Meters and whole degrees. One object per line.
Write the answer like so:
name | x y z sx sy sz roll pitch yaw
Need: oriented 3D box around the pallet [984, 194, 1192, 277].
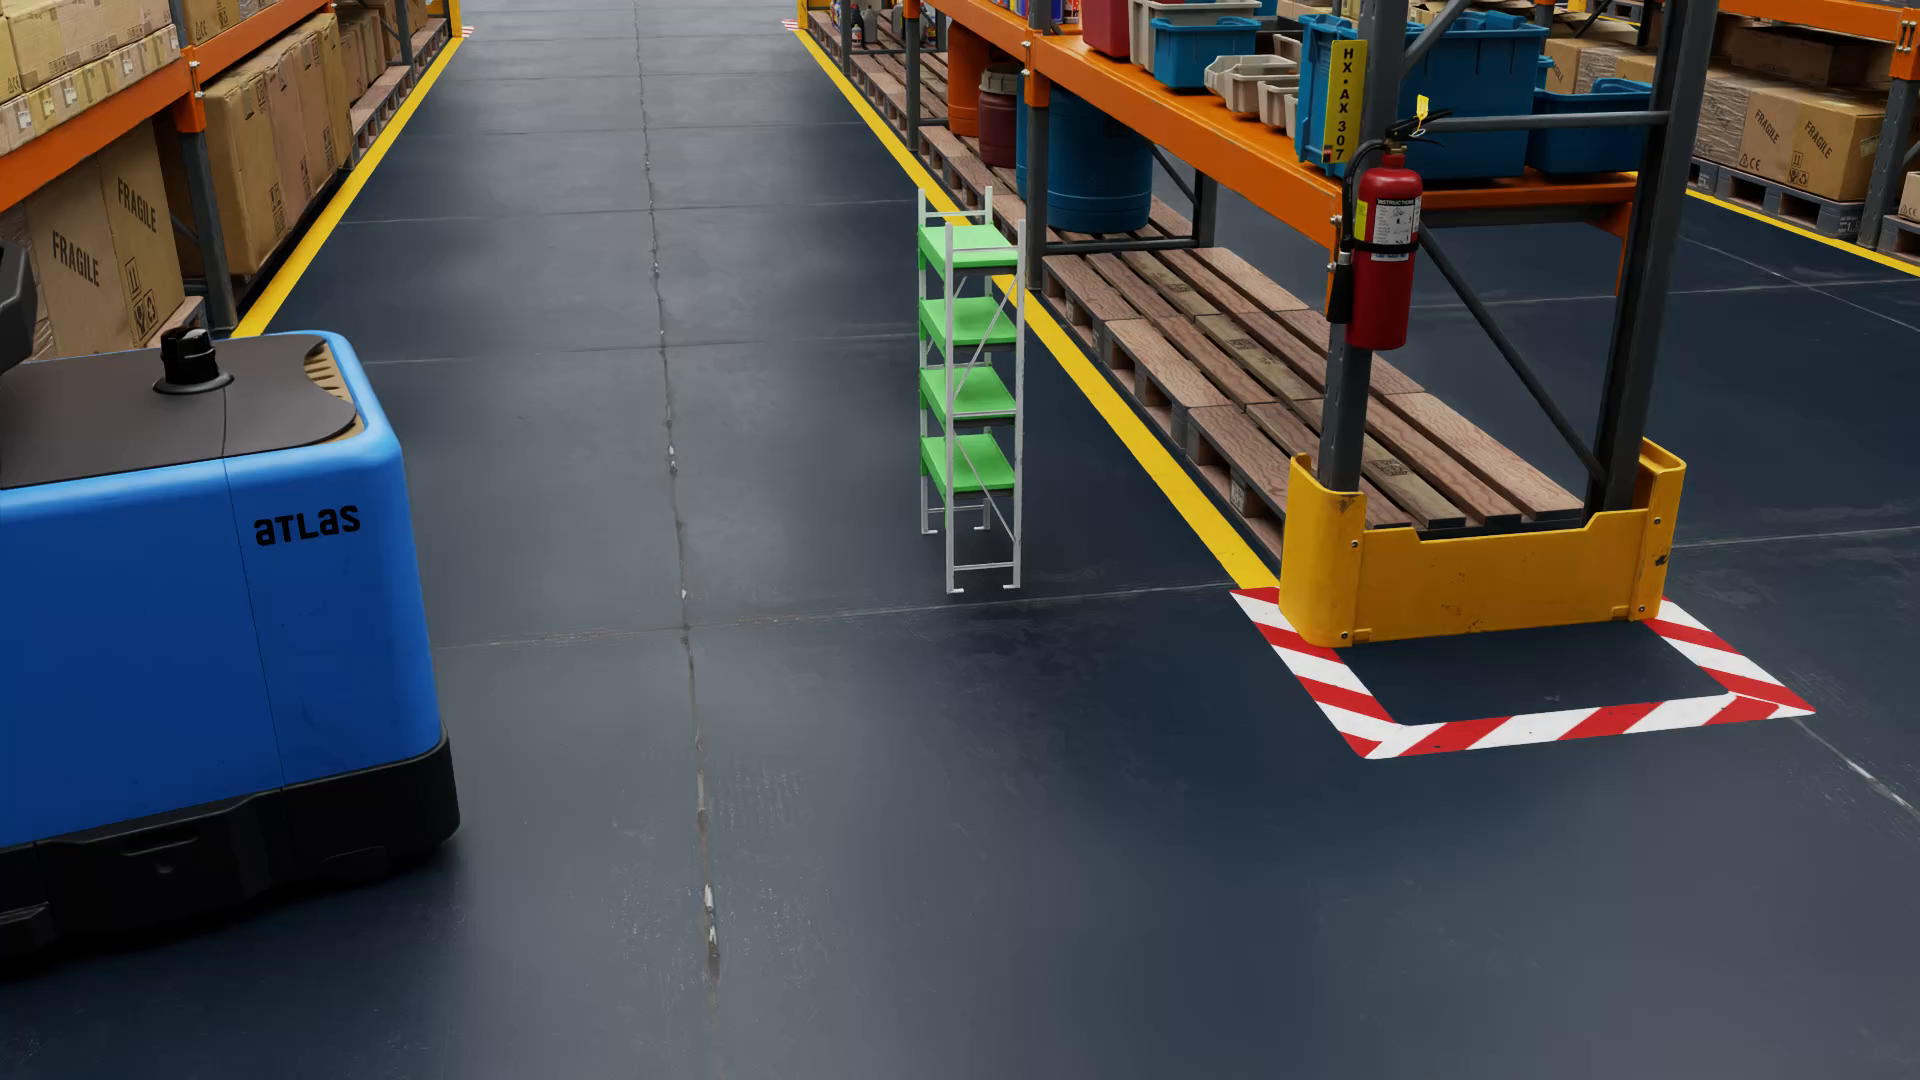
pallet | 0.743 -1.766 9.529 1.003 0.211 1.213 -4 24 -10

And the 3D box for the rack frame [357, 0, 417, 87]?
rack frame | -5.502 -5.517 14.635 1.000 3.000 0.127 -4 24 -10

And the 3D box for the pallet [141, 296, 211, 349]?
pallet | -3.959 -0.788 7.290 1.003 0.211 1.213 -4 24 -10

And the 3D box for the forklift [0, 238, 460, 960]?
forklift | -2.760 -0.494 3.220 3.031 2.935 1.130 -11 26 -23

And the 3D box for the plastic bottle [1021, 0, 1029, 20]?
plastic bottle | 0.367 -2.902 8.793 0.061 0.283 0.133 -4 24 -10

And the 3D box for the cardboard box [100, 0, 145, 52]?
cardboard box | -3.585 -2.080 6.582 0.500 0.250 0.500 -4 24 -8

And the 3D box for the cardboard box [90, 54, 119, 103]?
cardboard box | -3.454 -1.755 6.334 0.380 0.149 0.250 -4 24 -9

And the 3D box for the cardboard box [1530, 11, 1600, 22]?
cardboard box | 5.060 -4.299 14.055 0.500 0.311 0.500 -5 24 -11

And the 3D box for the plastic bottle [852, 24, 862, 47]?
plastic bottle | -1.008 -4.923 16.220 0.097 0.201 0.097 0 24 0

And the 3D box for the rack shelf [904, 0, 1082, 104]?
rack shelf | 0.475 -3.194 10.214 1.077 0.370 4.000 -4 24 -10

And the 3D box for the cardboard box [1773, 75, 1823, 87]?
cardboard box | 5.669 -2.773 10.924 0.500 0.500 0.500 -4 24 -9

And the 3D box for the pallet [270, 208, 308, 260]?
pallet | -4.468 -1.871 9.771 1.003 0.211 1.213 -4 24 -10

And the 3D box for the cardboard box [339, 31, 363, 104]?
cardboard box | -5.133 -3.702 13.051 0.700 0.500 0.500 -2 24 -5

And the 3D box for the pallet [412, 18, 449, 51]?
pallet | -6.112 -5.461 17.989 1.003 0.211 1.213 -4 24 -10

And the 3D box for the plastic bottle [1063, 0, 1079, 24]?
plastic bottle | 0.573 -2.794 8.647 0.097 0.201 0.097 0 24 0

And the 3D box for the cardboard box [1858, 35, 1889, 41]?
cardboard box | 9.399 -5.185 16.448 0.700 0.500 0.500 -5 24 -11

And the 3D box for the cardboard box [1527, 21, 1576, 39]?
cardboard box | 4.635 -4.053 13.492 0.500 0.311 0.500 -4 24 -8

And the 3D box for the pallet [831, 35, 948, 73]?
pallet | -0.718 -4.873 16.644 1.003 0.211 1.213 -4 24 -10

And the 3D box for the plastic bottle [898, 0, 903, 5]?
plastic bottle | -0.584 -5.619 17.722 0.152 0.276 0.135 -4 24 -9

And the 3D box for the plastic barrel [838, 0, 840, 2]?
plastic barrel | -1.177 -6.256 18.911 0.421 0.512 0.421 0 24 0

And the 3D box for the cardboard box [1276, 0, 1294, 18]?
cardboard box | 3.744 -5.741 18.057 0.500 0.250 0.500 -4 24 -10

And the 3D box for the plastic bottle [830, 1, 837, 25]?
plastic bottle | -1.345 -5.672 17.849 0.097 0.271 0.097 0 24 0

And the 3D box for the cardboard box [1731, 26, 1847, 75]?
cardboard box | 5.585 -3.301 11.197 0.500 0.250 0.500 -5 24 -11

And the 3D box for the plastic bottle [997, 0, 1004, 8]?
plastic bottle | 0.294 -3.153 9.377 0.152 0.276 0.135 -4 24 -10

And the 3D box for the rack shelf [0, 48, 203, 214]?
rack shelf | -3.653 -1.254 5.773 1.077 0.370 4.000 -4 24 -10

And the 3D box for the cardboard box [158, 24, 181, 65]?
cardboard box | -3.644 -2.160 7.261 0.380 0.149 0.250 -4 24 -9

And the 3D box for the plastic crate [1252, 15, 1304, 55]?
plastic crate | 1.316 -2.218 7.350 0.437 0.125 0.590 -4 24 -10

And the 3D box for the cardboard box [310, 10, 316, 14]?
cardboard box | -5.024 -3.813 12.369 0.500 0.250 0.500 -2 24 -4

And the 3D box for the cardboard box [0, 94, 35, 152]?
cardboard box | -3.265 -1.352 5.411 0.380 0.149 0.250 -5 24 -10

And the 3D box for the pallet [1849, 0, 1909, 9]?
pallet | 5.673 -3.337 9.882 1.003 0.211 1.213 -4 24 -10

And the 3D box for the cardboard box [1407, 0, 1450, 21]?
cardboard box | 4.250 -4.857 15.332 0.500 0.311 0.500 -5 24 -11

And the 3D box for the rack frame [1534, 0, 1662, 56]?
rack frame | 4.974 -4.676 12.708 1.000 3.000 0.127 -4 24 -10

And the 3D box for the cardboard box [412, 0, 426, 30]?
cardboard box | -5.998 -5.658 17.556 0.500 0.500 0.500 2 24 4

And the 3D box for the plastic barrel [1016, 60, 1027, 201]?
plastic barrel | 0.630 -2.462 9.736 0.600 0.901 0.708 -4 24 -10

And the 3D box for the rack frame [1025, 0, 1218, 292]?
rack frame | 0.845 -2.737 8.269 1.000 3.000 0.127 -4 24 -10

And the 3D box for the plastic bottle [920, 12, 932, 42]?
plastic bottle | -0.349 -5.120 16.579 0.152 0.276 0.135 -3 24 -8

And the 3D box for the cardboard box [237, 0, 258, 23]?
cardboard box | -4.048 -3.010 8.770 0.500 0.500 0.500 -5 24 -11

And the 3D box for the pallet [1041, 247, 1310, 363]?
pallet | 1.019 -1.173 8.172 1.003 0.211 1.213 -4 24 -10

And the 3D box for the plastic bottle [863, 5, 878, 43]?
plastic bottle | -0.895 -5.114 16.472 0.144 0.351 0.185 -4 24 -10

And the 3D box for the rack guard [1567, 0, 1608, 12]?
rack guard | 8.376 -7.015 21.187 1.175 0.500 0.348 -4 24 -10

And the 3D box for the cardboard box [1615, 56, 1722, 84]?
cardboard box | 4.967 -3.128 11.738 0.500 0.500 0.500 -5 24 -10

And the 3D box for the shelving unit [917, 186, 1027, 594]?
shelving unit | 0.031 -0.485 5.361 0.258 1.200 0.503 -4 24 -10

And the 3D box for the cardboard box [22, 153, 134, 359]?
cardboard box | -3.813 -0.970 6.353 0.875 0.875 0.875 -4 24 -10

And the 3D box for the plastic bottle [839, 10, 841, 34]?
plastic bottle | -1.158 -5.336 17.073 0.152 0.276 0.135 -4 24 -9

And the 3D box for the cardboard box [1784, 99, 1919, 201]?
cardboard box | 5.341 -2.331 9.913 0.500 0.500 0.500 -4 24 -10

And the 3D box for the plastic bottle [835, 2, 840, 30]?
plastic bottle | -1.263 -5.498 17.450 0.097 0.271 0.097 0 24 0

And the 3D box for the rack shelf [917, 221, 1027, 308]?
rack shelf | 0.031 -0.866 5.194 0.258 0.148 0.480 -4 24 -10

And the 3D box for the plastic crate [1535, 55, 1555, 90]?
plastic crate | 1.741 -1.495 5.559 0.416 0.233 0.300 -4 24 -10

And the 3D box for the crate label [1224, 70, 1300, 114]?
crate label | 1.141 -1.601 5.921 0.396 0.136 0.243 -4 24 -10

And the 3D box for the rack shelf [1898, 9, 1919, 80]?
rack shelf | 6.083 -1.986 7.448 1.077 0.370 4.000 -4 24 -10

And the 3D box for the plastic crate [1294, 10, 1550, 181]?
plastic crate | 1.339 -1.325 4.918 0.616 0.435 0.499 -4 24 -10

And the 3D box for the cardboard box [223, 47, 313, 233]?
cardboard box | -4.327 -2.191 9.149 1.225 0.875 0.875 -5 24 -12
